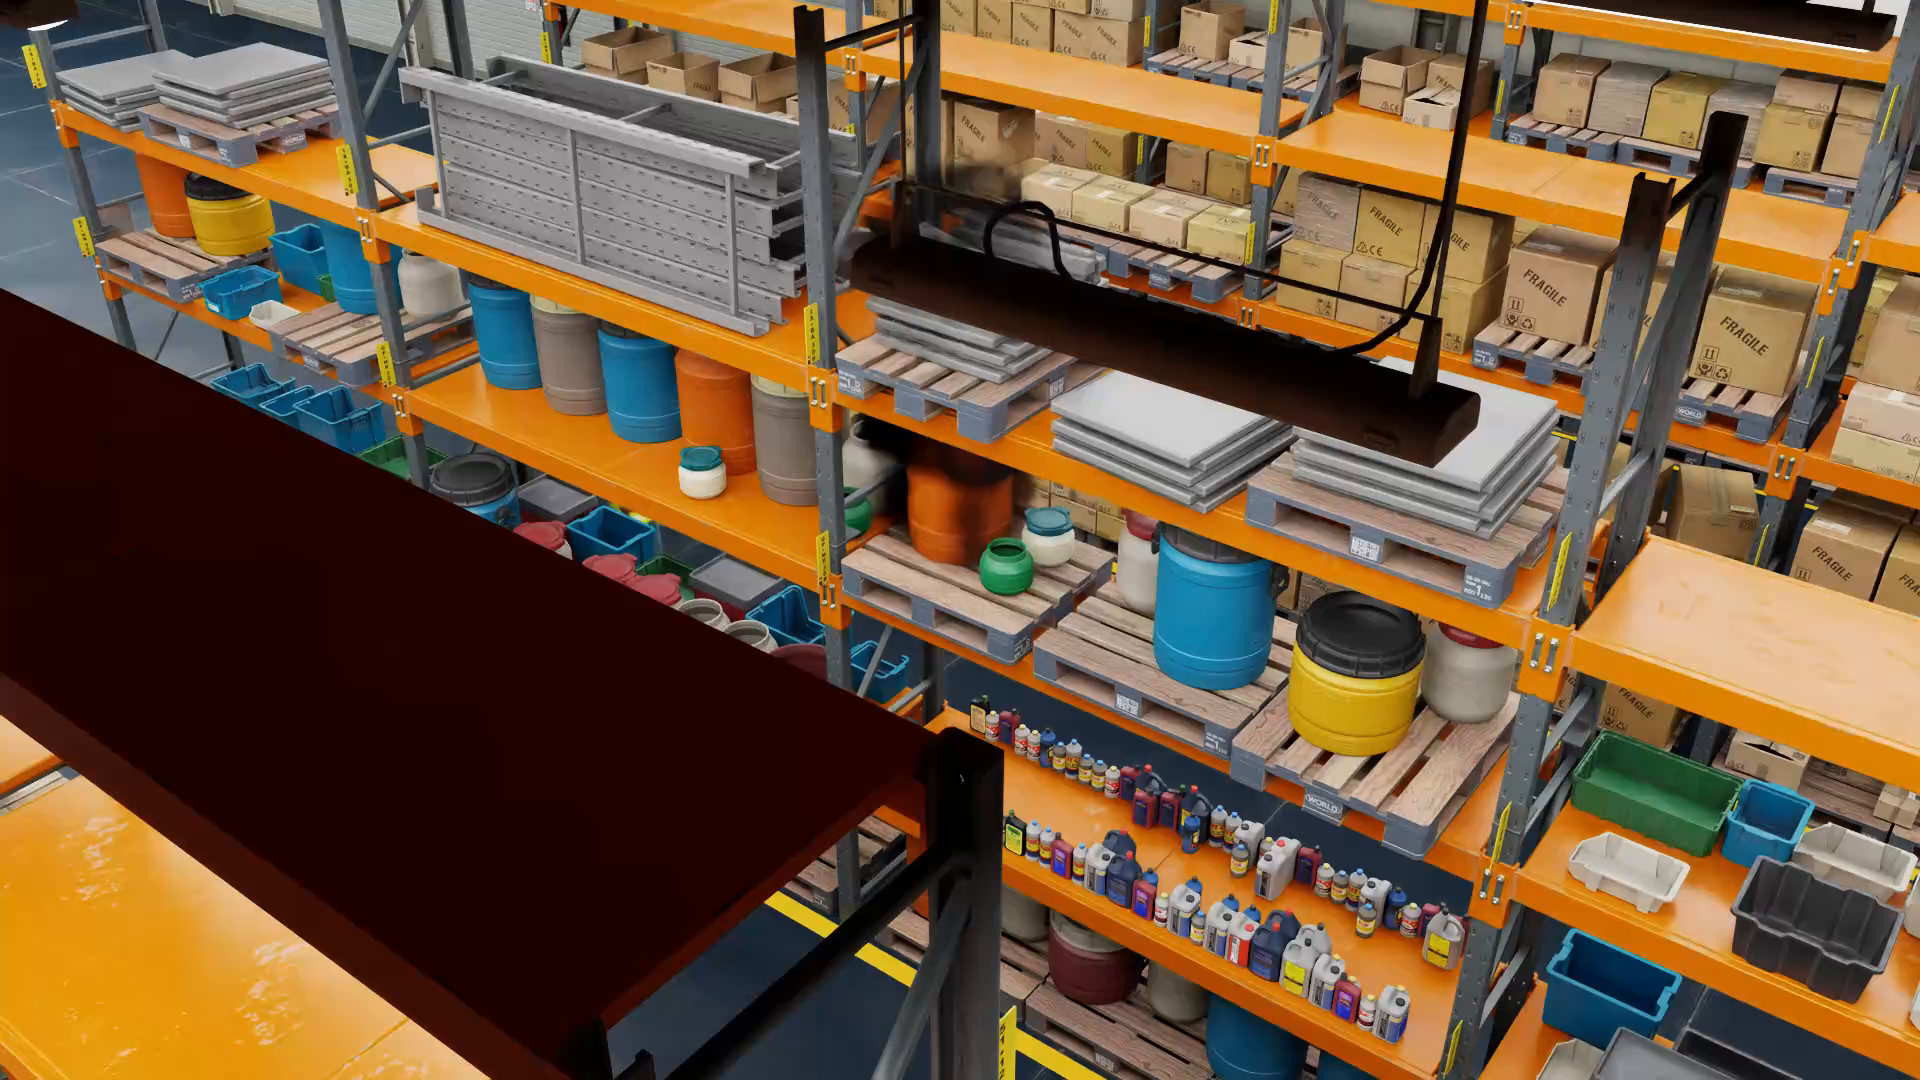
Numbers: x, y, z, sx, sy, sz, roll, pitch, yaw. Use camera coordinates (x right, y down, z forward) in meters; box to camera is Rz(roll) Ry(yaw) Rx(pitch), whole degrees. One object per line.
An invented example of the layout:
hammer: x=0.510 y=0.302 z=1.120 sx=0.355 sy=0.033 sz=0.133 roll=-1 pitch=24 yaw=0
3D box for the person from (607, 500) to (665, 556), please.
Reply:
person: x=-2.729 y=-0.173 z=13.913 sx=0.956 sy=1.714 sz=0.657 roll=20 pitch=37 yaw=29
